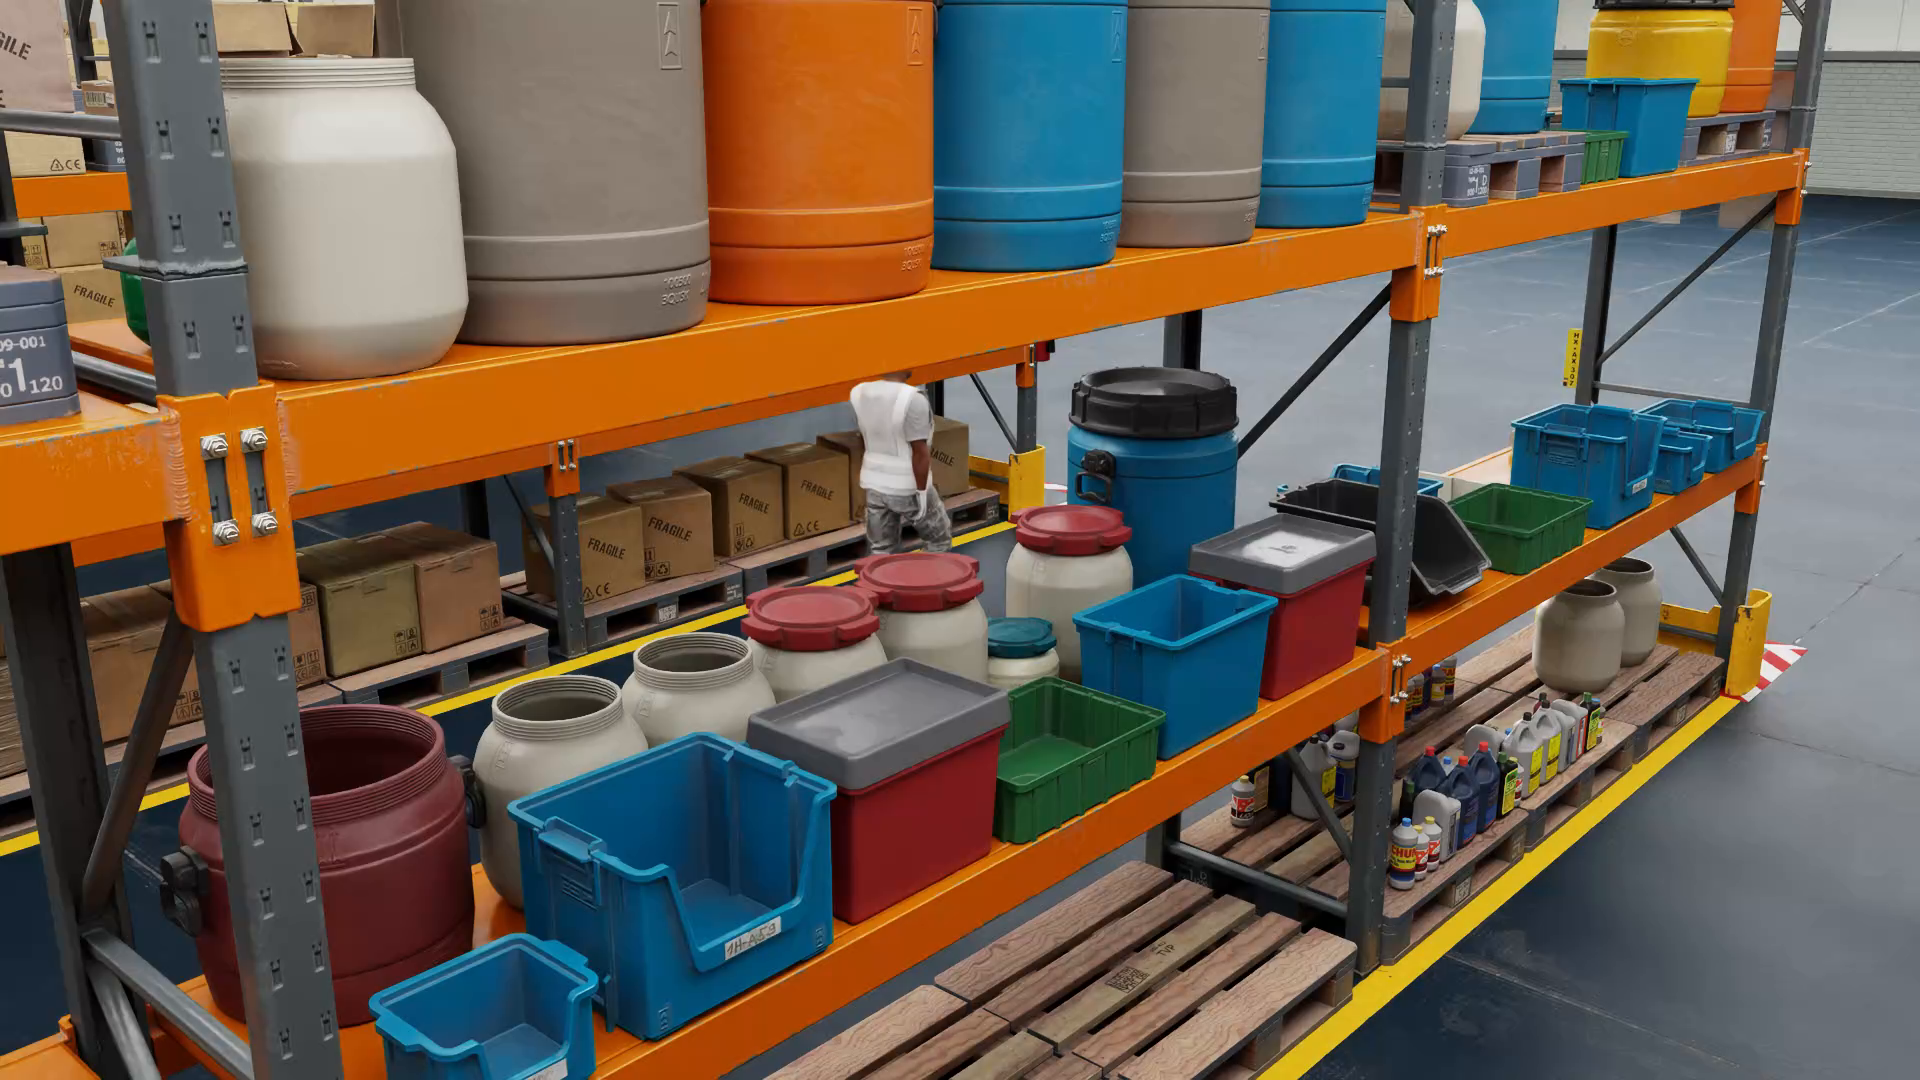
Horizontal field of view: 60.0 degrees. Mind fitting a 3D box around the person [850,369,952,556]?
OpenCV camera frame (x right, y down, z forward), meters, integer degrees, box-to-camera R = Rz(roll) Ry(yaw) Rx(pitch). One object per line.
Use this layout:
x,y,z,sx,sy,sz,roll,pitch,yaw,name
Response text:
-0.344,-0.271,9.429,0.564,1.842,0.526,11,20,33,person
